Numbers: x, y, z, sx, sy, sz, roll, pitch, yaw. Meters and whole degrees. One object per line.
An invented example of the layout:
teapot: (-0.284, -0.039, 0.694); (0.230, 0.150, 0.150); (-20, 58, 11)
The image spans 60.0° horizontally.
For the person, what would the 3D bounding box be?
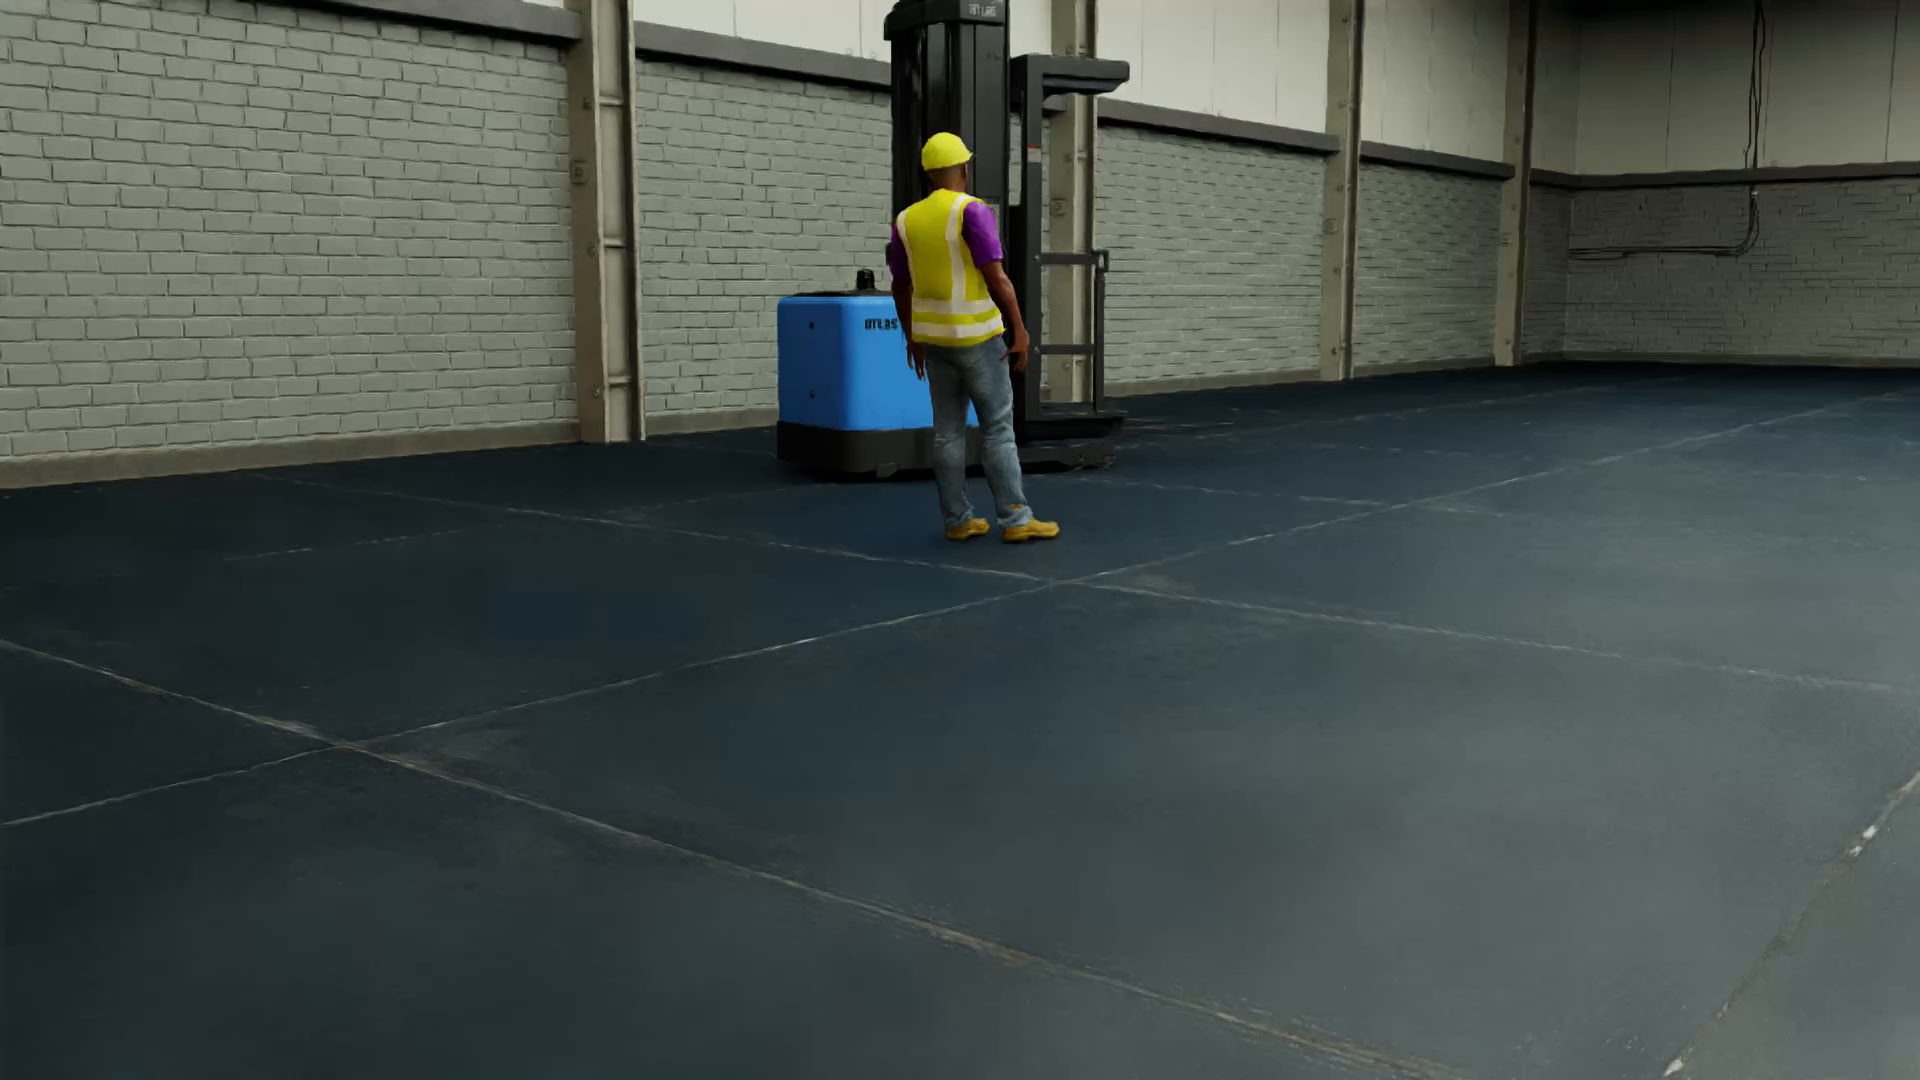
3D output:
person: (0.048, -0.888, 7.326); (0.665, 1.766, 0.576); (7, 11, 38)

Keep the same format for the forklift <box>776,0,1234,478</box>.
forklift: (0.385, -1.944, 10.564); (3.031, 2.935, 1.130); (-5, 10, -31)
